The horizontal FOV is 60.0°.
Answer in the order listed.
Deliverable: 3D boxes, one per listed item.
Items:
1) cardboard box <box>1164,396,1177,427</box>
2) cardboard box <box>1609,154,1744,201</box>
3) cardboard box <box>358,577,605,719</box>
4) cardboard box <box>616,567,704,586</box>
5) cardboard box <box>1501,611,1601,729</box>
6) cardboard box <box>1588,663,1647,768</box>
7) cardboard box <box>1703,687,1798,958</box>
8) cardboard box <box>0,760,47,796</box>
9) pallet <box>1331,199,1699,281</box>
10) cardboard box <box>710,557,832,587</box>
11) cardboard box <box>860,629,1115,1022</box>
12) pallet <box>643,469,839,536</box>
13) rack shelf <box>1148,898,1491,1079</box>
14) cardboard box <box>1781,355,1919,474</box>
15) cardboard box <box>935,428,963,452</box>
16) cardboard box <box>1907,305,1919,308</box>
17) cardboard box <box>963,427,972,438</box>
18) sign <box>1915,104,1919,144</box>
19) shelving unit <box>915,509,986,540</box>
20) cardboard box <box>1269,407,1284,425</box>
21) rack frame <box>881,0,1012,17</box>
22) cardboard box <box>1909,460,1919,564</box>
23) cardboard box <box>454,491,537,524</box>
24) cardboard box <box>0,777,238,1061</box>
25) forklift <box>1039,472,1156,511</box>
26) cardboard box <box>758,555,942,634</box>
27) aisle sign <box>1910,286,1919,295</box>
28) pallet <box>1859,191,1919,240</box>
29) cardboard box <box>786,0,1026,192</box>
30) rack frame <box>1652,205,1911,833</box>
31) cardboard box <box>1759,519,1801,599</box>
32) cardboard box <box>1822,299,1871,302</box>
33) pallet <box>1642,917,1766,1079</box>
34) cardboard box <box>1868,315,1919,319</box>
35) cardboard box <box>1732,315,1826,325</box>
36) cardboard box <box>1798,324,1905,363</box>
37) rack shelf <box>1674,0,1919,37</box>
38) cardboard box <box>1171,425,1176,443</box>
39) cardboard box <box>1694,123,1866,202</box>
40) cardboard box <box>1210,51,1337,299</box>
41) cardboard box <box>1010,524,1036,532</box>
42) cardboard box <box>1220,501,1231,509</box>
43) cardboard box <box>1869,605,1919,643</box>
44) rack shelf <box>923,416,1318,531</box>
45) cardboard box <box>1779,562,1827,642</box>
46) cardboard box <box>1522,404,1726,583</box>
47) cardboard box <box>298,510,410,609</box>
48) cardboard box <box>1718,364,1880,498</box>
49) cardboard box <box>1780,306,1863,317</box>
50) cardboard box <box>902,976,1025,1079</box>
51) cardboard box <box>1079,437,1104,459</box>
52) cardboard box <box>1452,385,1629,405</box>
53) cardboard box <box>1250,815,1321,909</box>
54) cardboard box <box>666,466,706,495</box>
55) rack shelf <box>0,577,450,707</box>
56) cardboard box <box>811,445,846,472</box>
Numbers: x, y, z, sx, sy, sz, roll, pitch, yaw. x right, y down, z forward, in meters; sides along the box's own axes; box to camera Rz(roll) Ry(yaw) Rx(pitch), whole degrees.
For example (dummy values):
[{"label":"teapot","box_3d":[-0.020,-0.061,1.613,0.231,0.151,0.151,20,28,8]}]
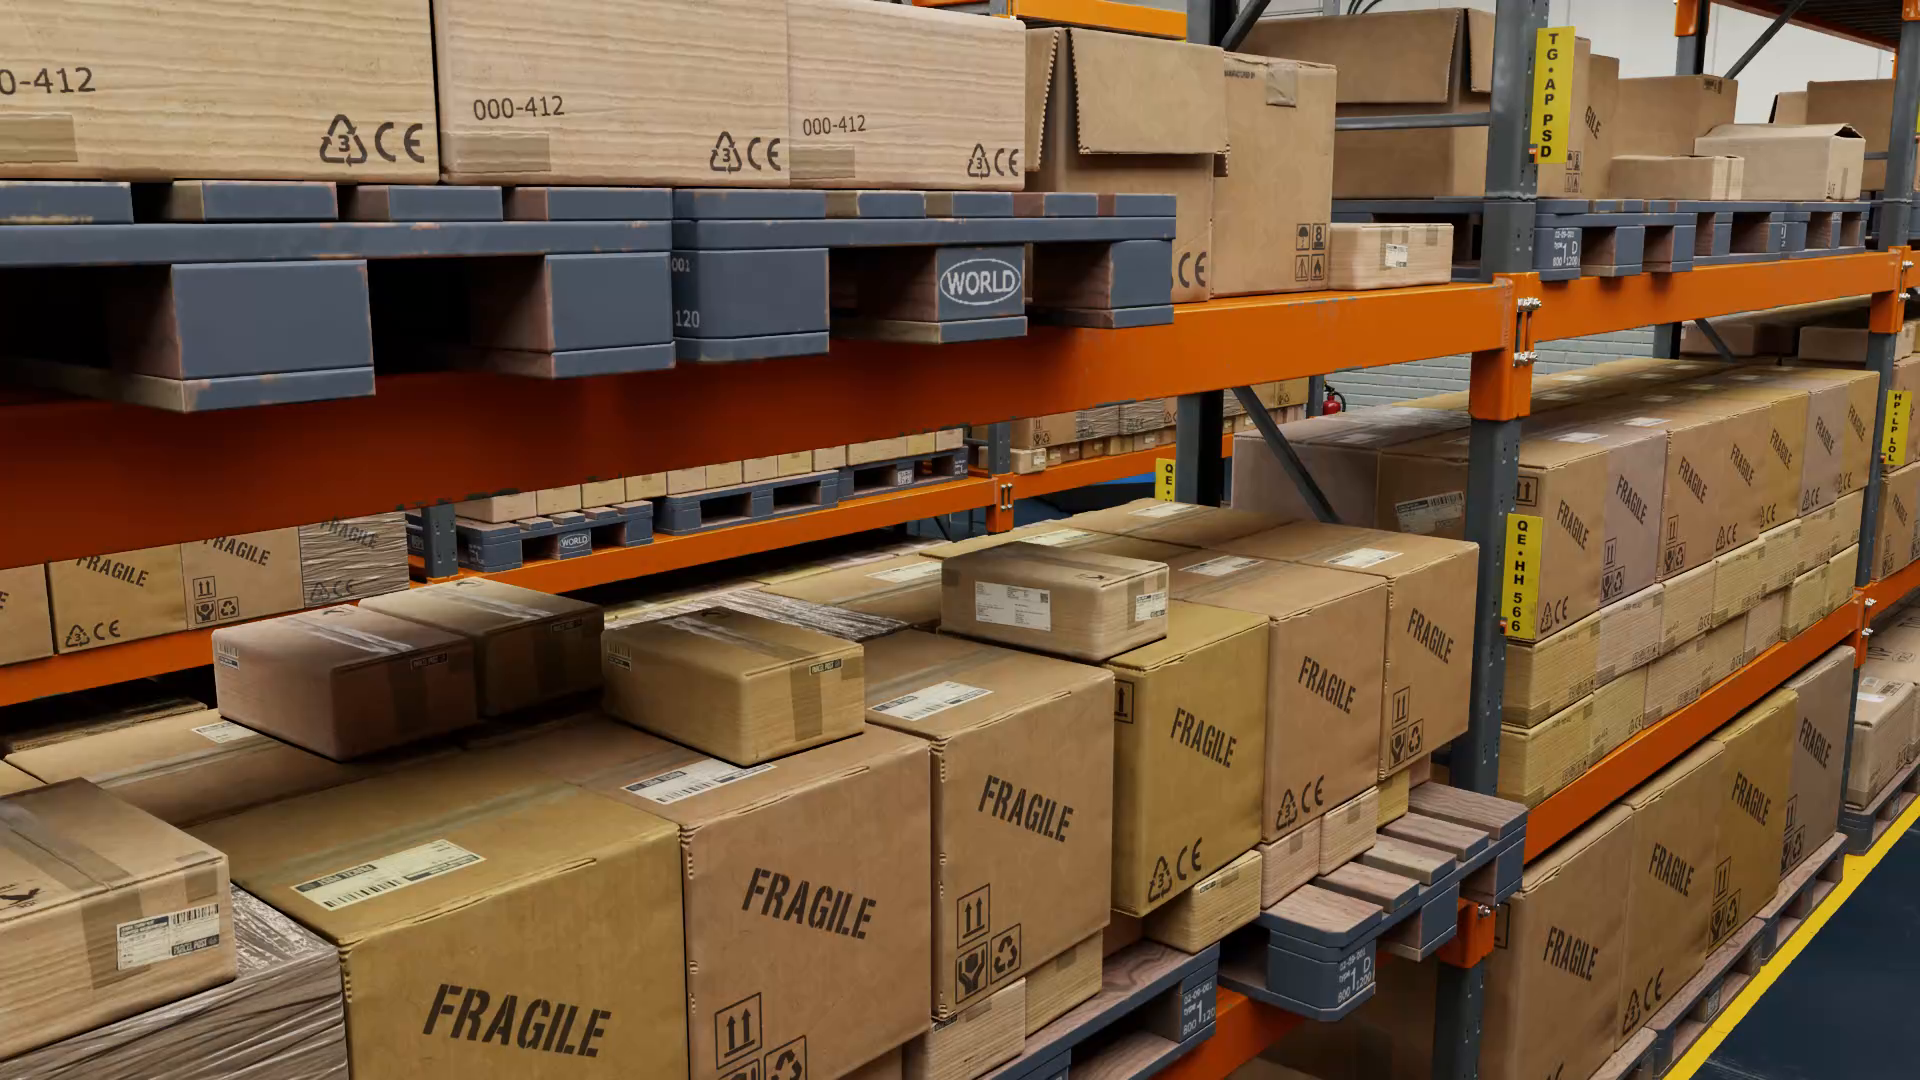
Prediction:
[{"label":"cardboard box","box_3d":[1.437,-1.119,12.177,0.500,0.500,0.500,11,16,43]},{"label":"cardboard box","box_3d":[2.558,-1.297,5.952,0.250,0.166,0.380,-11,15,-43]},{"label":"cardboard box","box_3d":[-0.844,0.182,2.937,0.380,0.149,0.250,9,14,38]},{"label":"cardboard box","box_3d":[-1.805,0.300,9.484,0.500,0.250,0.500,10,15,42]},{"label":"cardboard box","box_3d":[1.573,0.342,4.987,0.500,0.250,0.500,10,15,40]},{"label":"cardboard box","box_3d":[1.891,0.512,5.410,0.500,0.250,0.500,9,15,39]},{"label":"cardboard box","box_3d":[2.754,1.039,6.742,0.875,0.875,0.875,10,15,42]},{"label":"cardboard box","box_3d":[-1.455,0.646,2.270,0.500,0.500,0.500,9,15,39]},{"label":"pallet","box_3d":[1.438,-0.924,5.041,1.213,0.211,1.003,11,16,43]},{"label":"cardboard box","box_3d":[-1.081,0.290,9.533,0.500,0.250,0.500,9,14,38]},{"label":"cardboard box","box_3d":[-0.065,0.490,3.051,0.500,0.500,0.500,9,14,38]},{"label":"pallet","box_3d":[-1.456,-0.272,9.441,1.003,0.211,1.213,10,15,40]},{"label":"rack shelf","box_3d":[-0.267,1.203,3.405,1.077,0.370,4.000,10,15,40]},{"label":"cardboard box","box_3d":[4.190,-0.611,7.840,0.500,0.500,0.500,10,15,41]},{"label":"cardboard box","box_3d":[-0.205,-0.656,10.447,0.380,0.149,0.250,9,15,39]},{"label":"cardboard box","box_3d":[5.446,-1.205,9.160,0.380,0.149,0.250,10,15,42]},{"label":"cardboard box","box_3d":[0.016,-0.960,11.384,0.500,0.500,0.500,10,15,40]},{"label":"sign","box_3d":[4.108,-1.843,7.035,0.100,0.325,0.005,10,15,40]},{"label":"shelving unit","box_3d":[-0.004,-0.734,15.098,0.431,1.500,0.755,10,15,40]},{"label":"cardboard box","box_3d":[2.354,-1.007,13.273,0.380,0.149,0.250,10,15,40]},{"label":"rack frame","box_3d":[-0.091,-3.599,10.296,1.000,3.000,0.127,10,15,40]},{"label":"cardboard box","box_3d":[4.535,-0.190,8.288,0.500,0.500,0.500,10,15,41]},{"label":"cardboard box","box_3d":[-2.285,-0.192,8.120,0.380,0.149,0.250,10,15,40]},{"label":"cardboard box","box_3d":[-1.011,0.402,1.835,0.380,0.149,0.250,10,15,40]},{"label":"forklift","box_3d":[1.175,-1.973,17.645,1.130,2.935,3.031,-3,12,-15]},{"label":"cardboard box","box_3d":[-0.102,0.348,3.762,0.500,0.500,0.500,10,15,41]},{"label":"aisle sign","box_3d":[6.164,-1.944,10.687,0.394,0.787,0.004,10,15,40]},{"label":"pallet","box_3d":[4.242,-1.579,8.065,1.003,0.211,1.213,10,15,40]},{"label":"cardboard box","box_3d":[-0.251,-0.645,2.471,0.500,0.250,0.500,10,15,40]},{"label":"rack frame","box_3d":[3.694,-0.032,7.754,1.000,3.000,0.127,10,15,40]},{"label":"cardboard box","box_3d":[2.923,0.044,6.479,0.500,0.250,0.500,10,15,42]},{"label":"cardboard box","box_3d":[5.354,-1.350,9.885,0.380,0.149,0.250,9,14,39]},{"label":"pallet","box_3d":[2.436,1.639,6.507,1.003,0.211,1.213,10,15,40]},{"label":"cardboard box","box_3d":[4.798,-1.050,8.382,0.380,0.149,0.250,9,15,39]},{"label":"cardboard box","box_3d":[4.085,-1.037,8.317,0.380,0.149,0.250,10,15,40]},{"label":"cardboard box","box_3d":[4.097,-0.903,7.647,0.380,0.149,0.250,9,15,40]},{"label":"rack shelf","box_3d":[2.373,-2.131,5.803,1.077,0.370,4.000,10,15,40]},{"label":"cardboard box","box_3d":[1.467,-0.819,12.334,0.380,0.149,0.250,10,15,41]},{"label":"cardboard box","box_3d":[3.270,-1.509,6.643,0.500,0.311,0.500,10,15,40]},{"label":"cardboard box","box_3d":[0.420,-0.826,3.812,0.700,0.500,0.500,10,15,40]},{"label":"cardboard box","box_3d":[0.585,-0.003,12.296,0.380,0.149,0.250,9,14,38]},{"label":"cardboard box","box_3d":[2.181,-0.206,13.308,0.380,0.149,0.250,10,15,41]},{"label":"cardboard box","box_3d":[5.376,0.675,9.680,0.875,0.438,0.875,10,15,42]},{"label":"rack shelf","box_3d":[1.229,-0.599,12.428,1.077,0.370,4.000,10,15,40]},{"label":"cardboard box","box_3d":[3.250,0.214,6.901,0.500,0.250,0.500,9,15,40]},{"label":"cardboard box","box_3d":[2.236,-0.173,5.648,0.500,0.500,0.500,10,15,42]},{"label":"cardboard box","box_3d":[-2.827,-0.017,7.422,0.500,0.500,0.500,10,15,40]},{"label":"cardboard box","box_3d":[3.587,-0.474,7.155,0.500,0.500,0.500,10,15,42]},{"label":"cardboard box","box_3d":[4.700,-1.194,9.107,0.380,0.149,0.250,10,15,40]},{"label":"cardboard box","box_3d":[-0.104,0.833,2.989,0.380,0.149,0.250,11,15,42]},{"label":"cardboard box","box_3d":[0.776,-0.667,11.570,0.380,0.149,0.250,9,14,38]},{"label":"cardboard box","box_3d":[2.203,-0.315,6.363,0.500,0.500,0.500,9,15,39]},{"label":"cardboard box","box_3d":[0.586,0.680,3.758,0.380,0.149,0.250,9,14,38]},{"label":"cardboard box","box_3d":[-1.579,-0.350,8.914,0.380,0.149,0.250,10,15,42]},{"label":"rack shelf","box_3d":[-4.052,0.578,6.535,1.077,0.370,4.000,10,15,40]},{"label":"cardboard box","box_3d":[-0.887,-0.503,9.680,0.380,0.149,0.250,9,14,38]}]
